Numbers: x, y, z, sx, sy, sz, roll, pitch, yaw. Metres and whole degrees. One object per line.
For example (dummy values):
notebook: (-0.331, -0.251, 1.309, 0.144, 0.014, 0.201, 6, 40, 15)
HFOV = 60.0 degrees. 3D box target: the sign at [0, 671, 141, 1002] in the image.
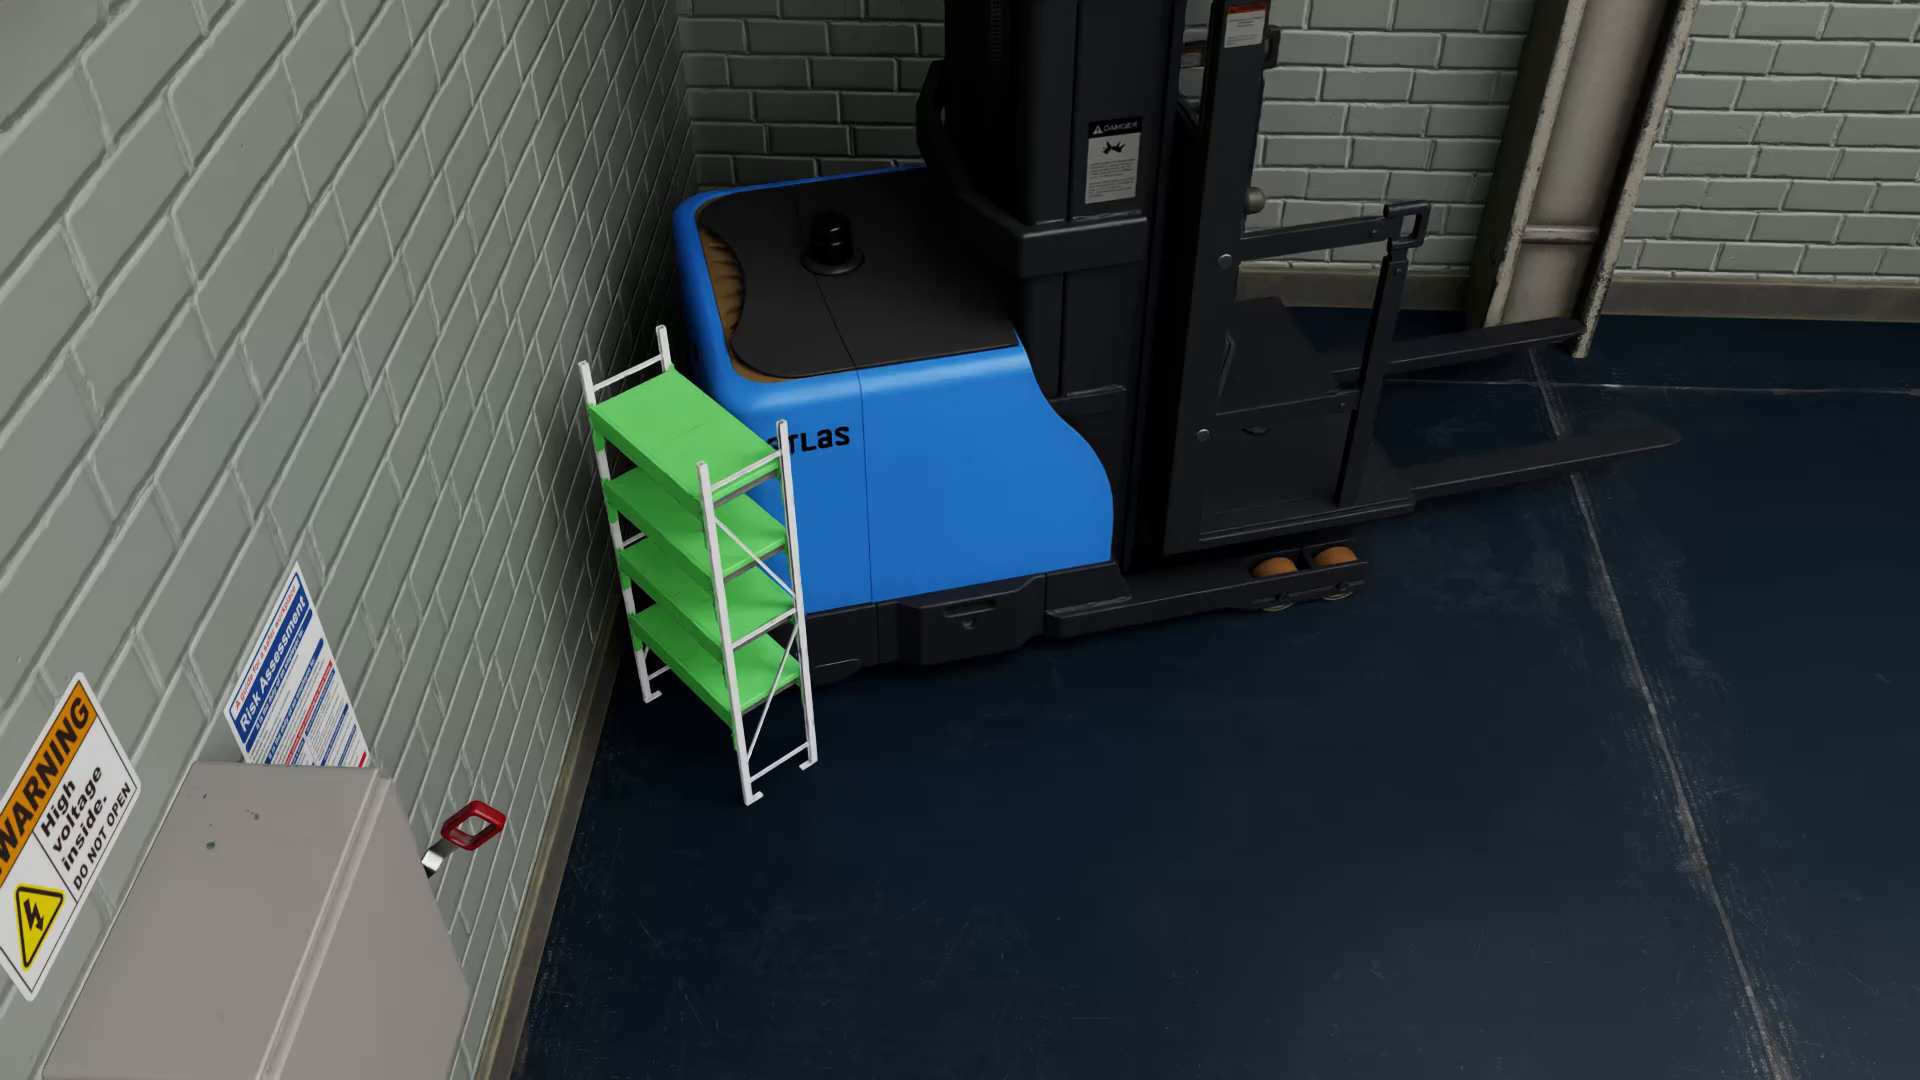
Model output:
sign: (-1.117, 0.362, 2.055, 0.001, 0.242, 0.339, 2, 43, 2)

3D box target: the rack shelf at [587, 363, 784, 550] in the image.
rack shelf: (-0.649, -0.209, 3.983, 0.258, 0.148, 0.480, -31, 51, -29)

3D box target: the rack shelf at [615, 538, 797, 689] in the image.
rack shelf: (-0.649, 0.142, 4.311, 0.258, 0.148, 0.480, -31, 51, -29)

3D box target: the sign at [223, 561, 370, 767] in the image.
sign: (-1.093, 0.325, 2.770, 0.001, 0.494, 0.329, 2, 43, 2)

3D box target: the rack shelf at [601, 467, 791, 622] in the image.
rack shelf: (-0.649, -0.033, 4.147, 0.258, 0.148, 0.480, -31, 51, -29)

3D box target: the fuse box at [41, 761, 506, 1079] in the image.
fuse box: (-0.908, 1.105, 2.809, 0.414, 1.711, 0.539, 2, 43, 2)

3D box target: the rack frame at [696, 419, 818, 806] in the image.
rack frame: (-0.488, 0.221, 4.133, 0.240, 1.200, 0.015, -31, 51, -29)

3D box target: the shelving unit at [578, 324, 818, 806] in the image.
shelving unit: (-0.649, 0.096, 4.267, 0.258, 1.200, 0.503, -31, 51, -29)

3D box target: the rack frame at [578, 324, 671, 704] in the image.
rack frame: (-0.810, -0.029, 4.401, 0.240, 1.200, 0.015, -31, 51, -29)

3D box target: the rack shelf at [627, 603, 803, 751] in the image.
rack shelf: (-0.649, 0.318, 4.474, 0.258, 0.148, 0.480, -31, 51, -29)

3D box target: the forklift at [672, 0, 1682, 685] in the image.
forklift: (0.742, -1.198, 4.386, 3.031, 2.935, 1.130, -10, 44, -10)
